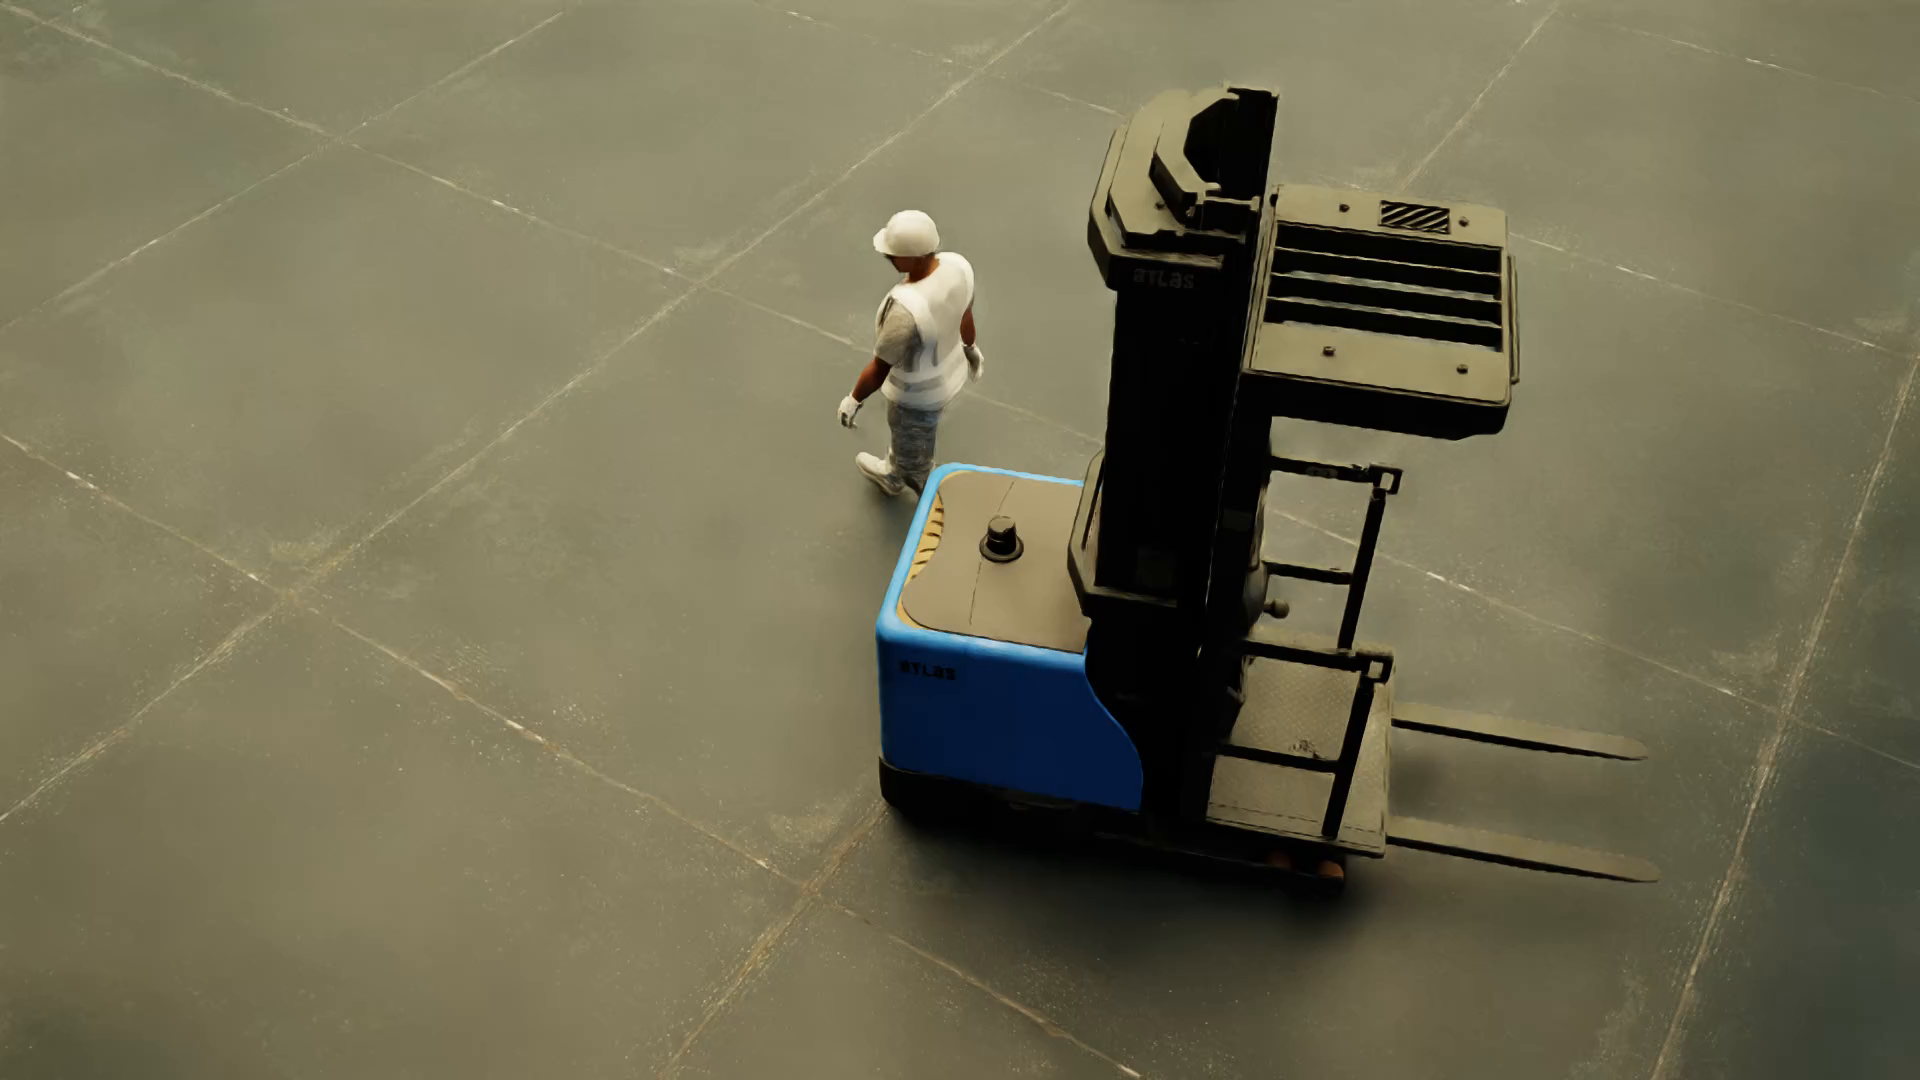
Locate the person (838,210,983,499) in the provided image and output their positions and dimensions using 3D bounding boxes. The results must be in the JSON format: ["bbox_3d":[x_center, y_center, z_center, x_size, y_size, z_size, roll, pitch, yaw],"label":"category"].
[{"bbox_3d":[-0.257,-0.743,7.453,0.781,1.753,0.732,19,47,19],"label":"person"}]

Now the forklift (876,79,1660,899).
[{"bbox_3d":[1.247,-0.065,5.918,3.031,2.935,1.130,9,44,9],"label":"forklift"}]
